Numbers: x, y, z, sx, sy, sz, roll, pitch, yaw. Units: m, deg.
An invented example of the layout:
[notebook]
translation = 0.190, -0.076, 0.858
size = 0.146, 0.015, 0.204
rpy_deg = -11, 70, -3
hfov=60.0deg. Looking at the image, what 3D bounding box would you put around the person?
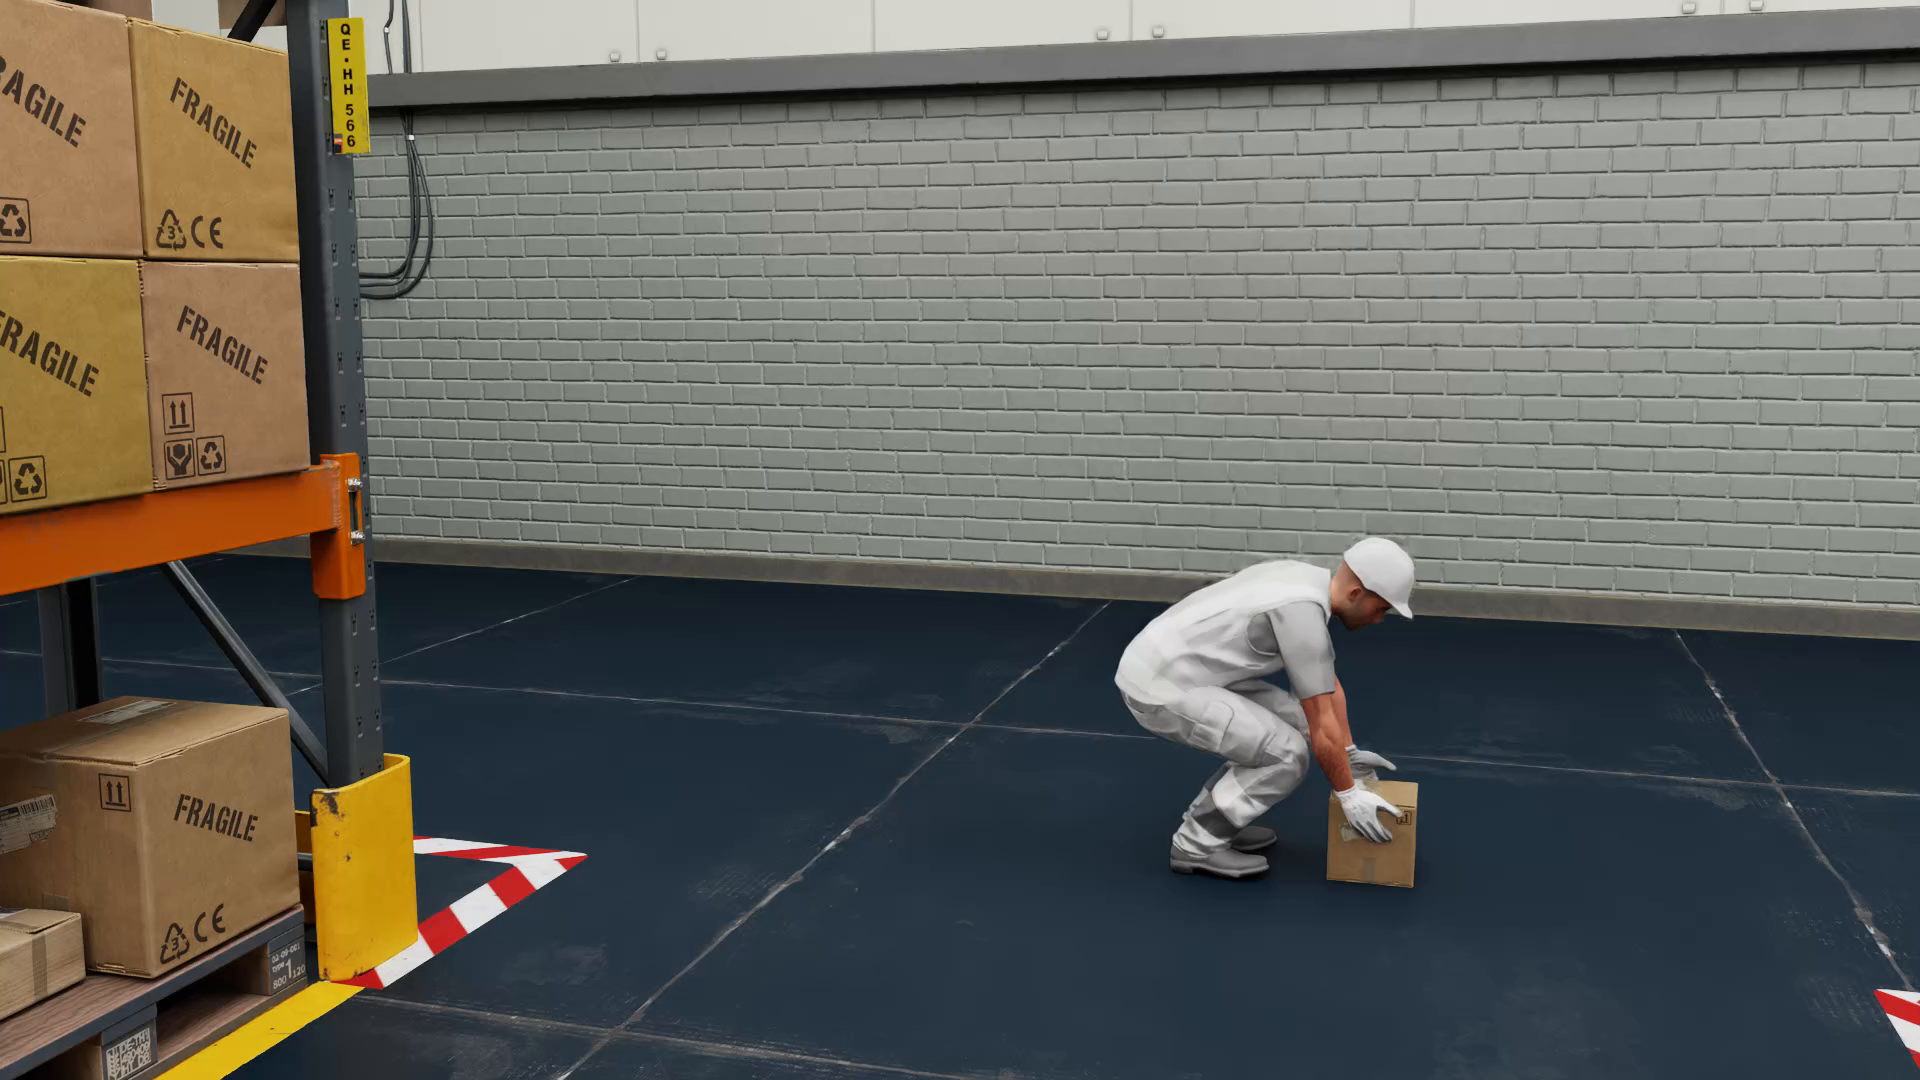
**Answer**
[person]
translation = 0.922, 0.487, 5.088
size = 0.874, 1.017, 0.577
rpy_deg = 2, 9, 16
